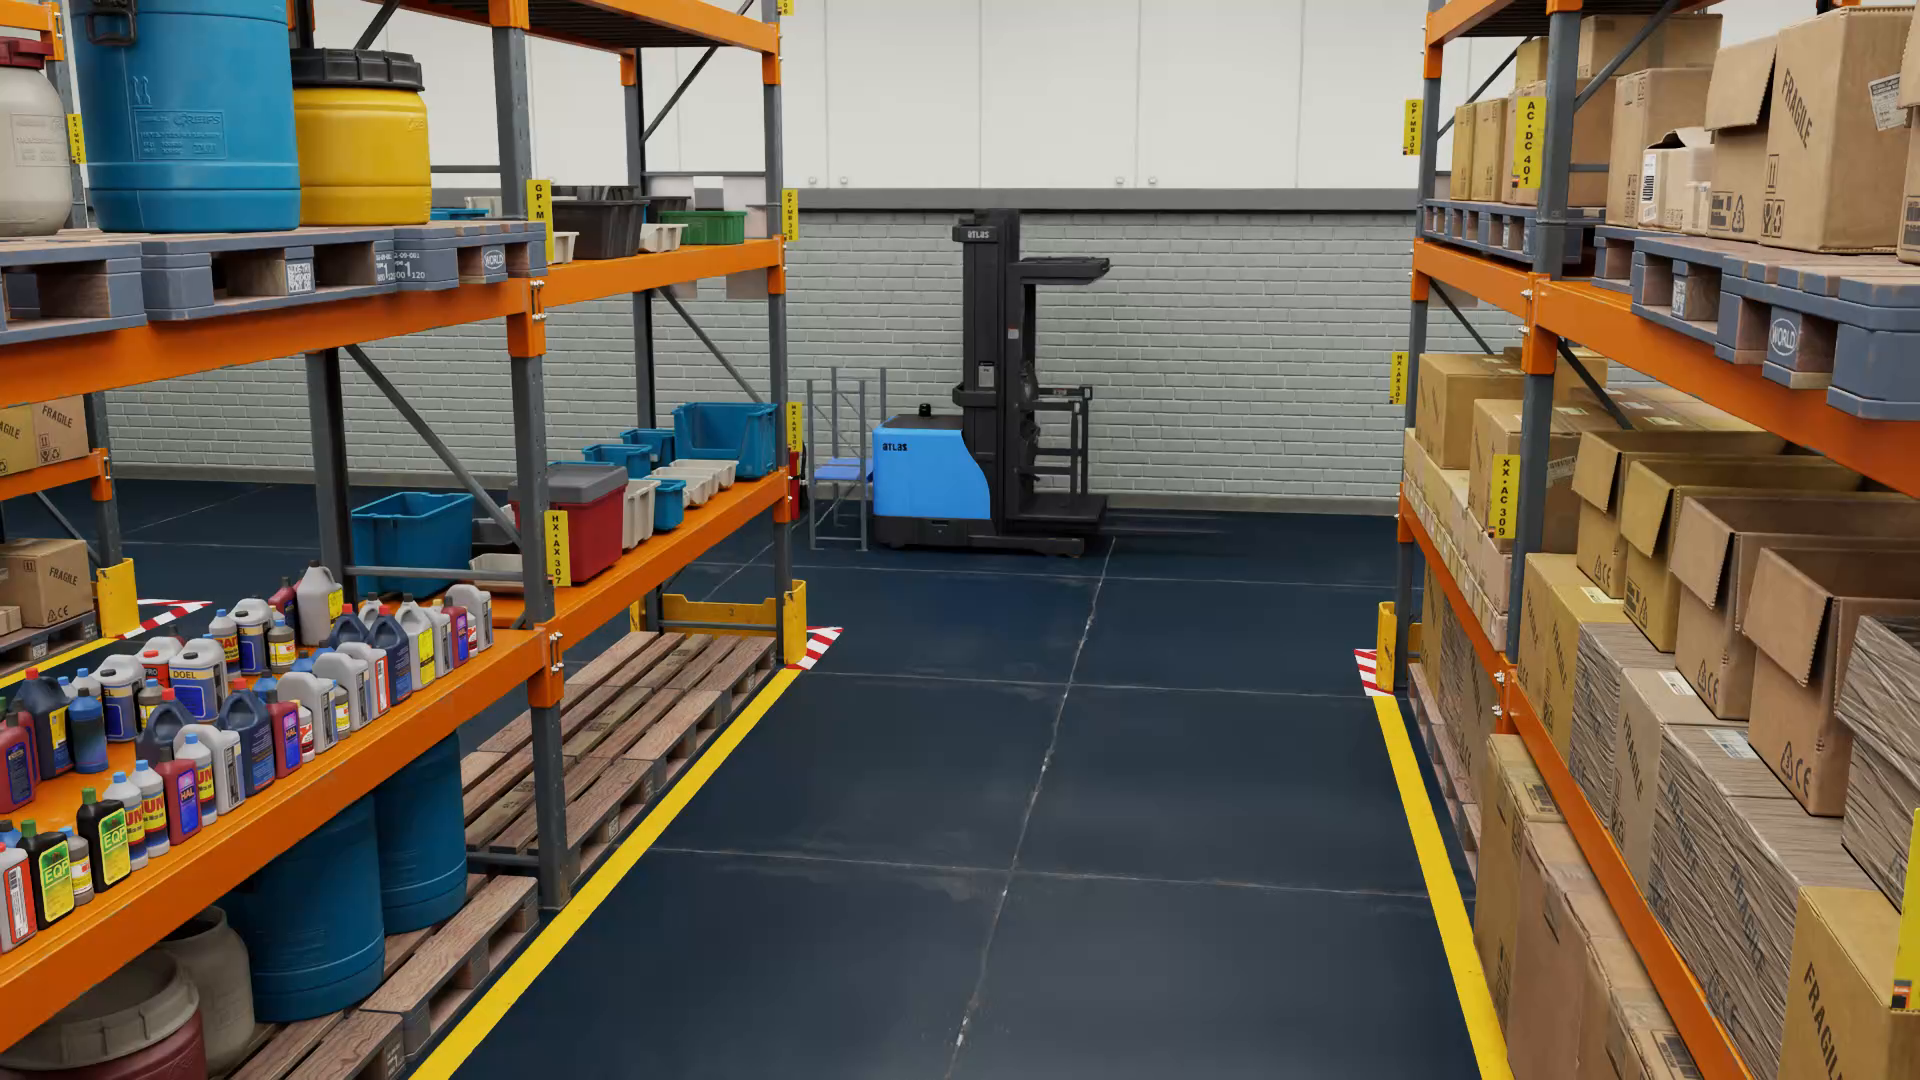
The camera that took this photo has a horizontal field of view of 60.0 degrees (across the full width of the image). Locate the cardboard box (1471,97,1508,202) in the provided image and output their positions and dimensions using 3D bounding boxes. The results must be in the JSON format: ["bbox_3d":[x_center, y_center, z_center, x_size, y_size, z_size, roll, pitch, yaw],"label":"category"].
[{"bbox_3d":[2.995,-1.957,8.361,0.700,0.500,0.500,1,12,5],"label":"cardboard box"}]

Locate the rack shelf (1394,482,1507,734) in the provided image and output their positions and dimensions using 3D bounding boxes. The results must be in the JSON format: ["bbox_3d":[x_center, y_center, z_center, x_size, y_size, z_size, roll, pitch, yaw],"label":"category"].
[{"bbox_3d":[2.952,0.248,8.429,1.077,0.370,4.000,2,12,9],"label":"rack shelf"}]

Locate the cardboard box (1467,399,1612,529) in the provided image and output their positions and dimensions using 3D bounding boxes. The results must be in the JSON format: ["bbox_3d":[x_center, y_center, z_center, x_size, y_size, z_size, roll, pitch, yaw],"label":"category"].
[{"bbox_3d":[2.532,-0.334,7.294,0.500,0.500,0.500,2,12,9],"label":"cardboard box"}]

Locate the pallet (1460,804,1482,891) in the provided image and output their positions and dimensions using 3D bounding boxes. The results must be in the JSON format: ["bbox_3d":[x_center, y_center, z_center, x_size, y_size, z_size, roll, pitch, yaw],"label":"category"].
[{"bbox_3d":[2.838,1.520,7.438,1.003,0.211,1.213,2,12,9],"label":"pallet"}]

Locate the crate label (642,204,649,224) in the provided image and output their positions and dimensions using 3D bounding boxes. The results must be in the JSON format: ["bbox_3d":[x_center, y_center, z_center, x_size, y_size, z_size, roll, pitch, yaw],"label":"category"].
[{"bbox_3d":[-2.096,-1.892,9.886,0.408,0.251,0.502,2,12,9],"label":"crate label"}]

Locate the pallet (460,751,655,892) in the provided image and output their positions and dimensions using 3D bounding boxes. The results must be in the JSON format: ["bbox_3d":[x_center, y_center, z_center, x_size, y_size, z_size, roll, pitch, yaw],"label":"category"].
[{"bbox_3d":[-2.175,1.361,8.176,1.003,0.211,1.213,2,12,9],"label":"pallet"}]

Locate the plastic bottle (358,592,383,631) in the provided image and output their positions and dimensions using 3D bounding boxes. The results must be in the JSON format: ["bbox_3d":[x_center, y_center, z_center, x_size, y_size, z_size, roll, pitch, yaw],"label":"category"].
[{"bbox_3d":[-2.211,0.374,6.255,0.144,0.351,0.185,2,12,9],"label":"plastic bottle"}]

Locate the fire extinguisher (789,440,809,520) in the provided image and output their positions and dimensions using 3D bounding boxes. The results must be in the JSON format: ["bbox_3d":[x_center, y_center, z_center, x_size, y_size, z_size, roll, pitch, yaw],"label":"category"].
[{"bbox_3d":[-1.163,-0.477,11.154,0.296,0.674,0.183,2,12,9],"label":"fire extinguisher"}]

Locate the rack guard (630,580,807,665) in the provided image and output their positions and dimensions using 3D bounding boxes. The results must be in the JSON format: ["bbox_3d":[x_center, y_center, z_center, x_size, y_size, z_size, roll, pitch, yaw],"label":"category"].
[{"bbox_3d":[-1.644,0.536,11.318,1.175,0.500,0.348,2,12,9],"label":"rack guard"}]

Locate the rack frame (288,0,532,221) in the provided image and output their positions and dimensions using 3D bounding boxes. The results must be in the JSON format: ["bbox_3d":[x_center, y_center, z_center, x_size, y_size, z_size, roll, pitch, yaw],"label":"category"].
[{"bbox_3d":[-2.250,-2.780,6.534,1.000,3.000,0.127,2,12,9],"label":"rack frame"}]

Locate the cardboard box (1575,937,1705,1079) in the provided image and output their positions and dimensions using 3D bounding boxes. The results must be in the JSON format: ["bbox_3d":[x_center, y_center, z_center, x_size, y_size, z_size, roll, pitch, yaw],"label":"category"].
[{"bbox_3d":[2.300,1.651,4.260,1.225,0.875,0.875,2,12,9],"label":"cardboard box"}]

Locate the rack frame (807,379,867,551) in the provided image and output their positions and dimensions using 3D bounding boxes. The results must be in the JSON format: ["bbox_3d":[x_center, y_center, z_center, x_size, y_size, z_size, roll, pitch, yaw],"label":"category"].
[{"bbox_3d":[-1.065,-0.644,14.423,0.500,1.500,0.032,2,12,7],"label":"rack frame"}]

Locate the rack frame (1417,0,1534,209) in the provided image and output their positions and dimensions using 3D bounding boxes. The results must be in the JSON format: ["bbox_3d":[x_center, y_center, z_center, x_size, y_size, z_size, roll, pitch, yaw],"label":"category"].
[{"bbox_3d":[3.259,-3.452,9.653,1.000,3.000,0.127,2,12,9],"label":"rack frame"}]

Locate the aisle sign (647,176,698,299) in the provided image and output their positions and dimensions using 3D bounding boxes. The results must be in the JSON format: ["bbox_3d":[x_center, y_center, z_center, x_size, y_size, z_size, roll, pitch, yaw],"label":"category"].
[{"bbox_3d":[-1.917,-1.976,10.870,0.394,0.787,0.004,2,12,9],"label":"aisle sign"}]

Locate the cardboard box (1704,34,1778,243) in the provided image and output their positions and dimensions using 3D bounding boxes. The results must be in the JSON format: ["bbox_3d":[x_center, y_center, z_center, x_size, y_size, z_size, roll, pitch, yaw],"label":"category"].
[{"bbox_3d":[2.322,-1.002,4.163,0.797,0.503,0.637,2,12,8],"label":"cardboard box"}]

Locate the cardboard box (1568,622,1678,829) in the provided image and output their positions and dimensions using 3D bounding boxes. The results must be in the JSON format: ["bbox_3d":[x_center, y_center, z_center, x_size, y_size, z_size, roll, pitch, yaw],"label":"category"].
[{"bbox_3d":[2.172,0.561,5.035,0.500,0.500,0.500,2,12,7],"label":"cardboard box"}]

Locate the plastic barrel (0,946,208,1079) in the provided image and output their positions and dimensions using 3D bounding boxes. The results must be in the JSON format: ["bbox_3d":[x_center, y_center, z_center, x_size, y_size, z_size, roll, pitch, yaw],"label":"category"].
[{"bbox_3d":[-2.633,1.621,5.078,0.600,0.588,0.708,2,12,9],"label":"plastic barrel"}]

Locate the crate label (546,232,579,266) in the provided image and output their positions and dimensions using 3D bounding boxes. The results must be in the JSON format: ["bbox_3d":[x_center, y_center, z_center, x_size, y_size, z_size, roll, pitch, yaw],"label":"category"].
[{"bbox_3d":[-1.889,-1.277,7.307,0.293,0.136,0.466,2,12,9],"label":"crate label"}]

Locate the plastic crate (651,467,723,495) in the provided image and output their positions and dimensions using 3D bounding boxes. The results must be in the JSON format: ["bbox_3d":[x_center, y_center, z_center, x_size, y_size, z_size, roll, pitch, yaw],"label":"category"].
[{"bbox_3d":[-1.640,-0.345,9.958,0.396,0.136,0.243,2,12,9],"label":"plastic crate"}]

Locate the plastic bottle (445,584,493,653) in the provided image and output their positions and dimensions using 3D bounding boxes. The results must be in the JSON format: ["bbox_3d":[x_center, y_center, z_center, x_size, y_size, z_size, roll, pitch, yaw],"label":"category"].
[{"bbox_3d":[-1.991,0.306,6.749,0.152,0.276,0.135,2,12,9],"label":"plastic bottle"}]

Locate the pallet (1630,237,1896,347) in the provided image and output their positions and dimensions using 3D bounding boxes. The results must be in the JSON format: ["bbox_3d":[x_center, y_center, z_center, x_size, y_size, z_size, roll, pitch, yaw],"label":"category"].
[{"bbox_3d":[2.244,-0.597,3.972,1.003,0.211,1.213,2,12,11],"label":"pallet"}]

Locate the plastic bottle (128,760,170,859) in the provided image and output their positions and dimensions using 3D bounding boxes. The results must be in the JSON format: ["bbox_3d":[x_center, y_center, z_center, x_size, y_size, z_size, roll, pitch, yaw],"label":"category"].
[{"bbox_3d":[-2.292,0.753,4.685,0.097,0.271,0.097,0,12,0],"label":"plastic bottle"}]

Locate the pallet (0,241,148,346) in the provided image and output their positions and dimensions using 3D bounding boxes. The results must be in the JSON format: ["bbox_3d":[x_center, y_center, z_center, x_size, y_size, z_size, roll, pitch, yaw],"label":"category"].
[{"bbox_3d":[-2.651,-0.545,3.730,1.003,0.211,1.213,2,12,9],"label":"pallet"}]

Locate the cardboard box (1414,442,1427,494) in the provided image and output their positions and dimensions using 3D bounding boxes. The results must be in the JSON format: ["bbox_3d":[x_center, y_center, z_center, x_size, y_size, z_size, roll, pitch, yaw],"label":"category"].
[{"bbox_3d":[2.845,-0.392,9.343,0.500,0.250,0.500,2,12,8],"label":"cardboard box"}]

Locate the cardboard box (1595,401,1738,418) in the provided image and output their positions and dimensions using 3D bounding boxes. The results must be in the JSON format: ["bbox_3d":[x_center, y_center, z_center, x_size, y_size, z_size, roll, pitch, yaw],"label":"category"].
[{"bbox_3d":[3.054,-0.319,7.225,0.500,0.500,0.500,2,12,9],"label":"cardboard box"}]

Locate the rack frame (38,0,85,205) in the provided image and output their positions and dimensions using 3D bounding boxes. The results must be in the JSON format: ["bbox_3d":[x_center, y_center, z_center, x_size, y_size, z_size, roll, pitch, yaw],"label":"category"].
[{"bbox_3d":[-6.529,-3.774,11.146,1.000,3.000,0.127,2,12,9],"label":"rack frame"}]

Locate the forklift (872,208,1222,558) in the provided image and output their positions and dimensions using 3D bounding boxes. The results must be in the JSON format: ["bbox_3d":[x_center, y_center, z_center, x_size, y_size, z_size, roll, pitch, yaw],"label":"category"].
[{"bbox_3d":[0.790,-1.399,14.525,3.031,2.935,1.130,2,12,9],"label":"forklift"}]

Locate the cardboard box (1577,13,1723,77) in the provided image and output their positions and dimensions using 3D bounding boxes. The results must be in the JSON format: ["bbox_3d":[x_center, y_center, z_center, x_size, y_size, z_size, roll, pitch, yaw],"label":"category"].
[{"bbox_3d":[2.795,-2.019,6.868,0.500,0.250,0.500,1,12,5],"label":"cardboard box"}]

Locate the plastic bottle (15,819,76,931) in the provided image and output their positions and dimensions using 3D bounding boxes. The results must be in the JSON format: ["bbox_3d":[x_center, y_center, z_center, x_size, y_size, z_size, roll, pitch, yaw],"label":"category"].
[{"bbox_3d":[-2.342,0.840,4.253,0.061,0.283,0.133,2,12,9],"label":"plastic bottle"}]

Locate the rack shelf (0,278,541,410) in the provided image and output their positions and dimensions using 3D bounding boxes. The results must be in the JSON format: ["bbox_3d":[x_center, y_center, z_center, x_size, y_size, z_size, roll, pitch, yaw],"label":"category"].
[{"bbox_3d":[-2.558,-0.546,4.994,1.077,0.370,4.000,2,12,9],"label":"rack shelf"}]

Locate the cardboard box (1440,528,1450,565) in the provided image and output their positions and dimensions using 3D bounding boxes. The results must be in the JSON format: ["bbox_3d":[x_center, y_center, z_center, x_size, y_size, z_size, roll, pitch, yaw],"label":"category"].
[{"bbox_3d":[2.605,0.041,8.278,0.380,0.149,0.250,2,12,10],"label":"cardboard box"}]

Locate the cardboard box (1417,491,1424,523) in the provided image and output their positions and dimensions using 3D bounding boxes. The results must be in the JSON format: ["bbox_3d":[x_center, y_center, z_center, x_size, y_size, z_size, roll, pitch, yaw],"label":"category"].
[{"bbox_3d":[2.762,-0.173,9.270,0.380,0.149,0.250,2,12,8],"label":"cardboard box"}]

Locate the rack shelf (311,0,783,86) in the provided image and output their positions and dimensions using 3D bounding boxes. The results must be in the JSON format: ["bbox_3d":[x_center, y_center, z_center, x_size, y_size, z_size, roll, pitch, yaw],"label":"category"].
[{"bbox_3d":[-1.942,-2.649,8.583,1.077,0.370,4.000,2,12,9],"label":"rack shelf"}]

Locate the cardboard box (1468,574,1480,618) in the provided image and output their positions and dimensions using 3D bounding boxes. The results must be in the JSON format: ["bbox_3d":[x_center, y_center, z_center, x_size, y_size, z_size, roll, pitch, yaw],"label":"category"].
[{"bbox_3d":[2.446,0.255,7.288,0.380,0.149,0.250,2,12,8],"label":"cardboard box"}]

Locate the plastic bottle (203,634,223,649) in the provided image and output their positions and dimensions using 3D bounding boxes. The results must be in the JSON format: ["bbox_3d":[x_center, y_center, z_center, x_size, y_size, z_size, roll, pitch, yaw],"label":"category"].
[{"bbox_3d":[-2.814,0.453,6.241,0.097,0.201,0.097,0,12,0],"label":"plastic bottle"}]

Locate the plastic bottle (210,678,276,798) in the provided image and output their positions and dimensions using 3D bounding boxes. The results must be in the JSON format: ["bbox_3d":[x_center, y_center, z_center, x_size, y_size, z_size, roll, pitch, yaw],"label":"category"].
[{"bbox_3d":[-2.238,0.608,5.170,0.144,0.351,0.185,2,12,9],"label":"plastic bottle"}]

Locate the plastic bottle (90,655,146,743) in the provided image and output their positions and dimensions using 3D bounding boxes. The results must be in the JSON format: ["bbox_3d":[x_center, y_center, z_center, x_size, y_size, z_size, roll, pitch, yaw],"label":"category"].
[{"bbox_3d":[-2.876,0.538,5.670,0.152,0.276,0.135,2,12,9],"label":"plastic bottle"}]

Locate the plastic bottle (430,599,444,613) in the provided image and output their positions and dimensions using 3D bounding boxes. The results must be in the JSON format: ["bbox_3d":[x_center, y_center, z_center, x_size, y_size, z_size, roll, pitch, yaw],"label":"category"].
[{"bbox_3d":[-2.117,0.342,6.758,0.097,0.201,0.097,0,12,0],"label":"plastic bottle"}]

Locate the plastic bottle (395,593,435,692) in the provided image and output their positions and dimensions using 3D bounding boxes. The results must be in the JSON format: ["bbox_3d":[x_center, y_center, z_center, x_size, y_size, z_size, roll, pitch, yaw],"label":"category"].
[{"bbox_3d":[-2.068,0.379,6.234,0.144,0.351,0.185,2,12,9],"label":"plastic bottle"}]

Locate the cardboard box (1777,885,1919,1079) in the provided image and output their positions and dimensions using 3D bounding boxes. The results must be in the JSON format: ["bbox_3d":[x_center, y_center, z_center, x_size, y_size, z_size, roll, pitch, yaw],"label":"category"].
[{"bbox_3d":[1.860,0.986,3.061,0.500,0.500,0.500,2,12,10],"label":"cardboard box"}]

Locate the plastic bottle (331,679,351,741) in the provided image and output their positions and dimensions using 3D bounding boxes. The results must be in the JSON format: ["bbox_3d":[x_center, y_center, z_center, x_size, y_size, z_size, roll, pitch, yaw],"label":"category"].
[{"bbox_3d":[-2.137,0.576,5.671,0.097,0.201,0.097,0,12,0],"label":"plastic bottle"}]

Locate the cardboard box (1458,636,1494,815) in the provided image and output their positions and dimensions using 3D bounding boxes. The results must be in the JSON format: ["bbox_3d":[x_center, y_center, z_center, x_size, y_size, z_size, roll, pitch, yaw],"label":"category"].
[{"bbox_3d":[2.963,0.824,8.095,0.875,0.875,0.875,2,12,9],"label":"cardboard box"}]

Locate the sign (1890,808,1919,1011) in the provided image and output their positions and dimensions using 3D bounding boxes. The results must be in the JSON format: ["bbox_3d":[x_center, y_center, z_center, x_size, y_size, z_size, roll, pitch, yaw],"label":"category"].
[{"bbox_3d":[1.480,0.562,2.516,0.100,0.325,0.005,2,12,9],"label":"sign"}]

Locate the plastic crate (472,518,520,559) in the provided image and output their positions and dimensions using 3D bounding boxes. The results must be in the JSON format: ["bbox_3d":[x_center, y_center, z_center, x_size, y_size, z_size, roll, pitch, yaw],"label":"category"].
[{"bbox_3d":[-2.343,0.016,8.310,0.437,0.125,0.590,2,12,9],"label":"plastic crate"}]

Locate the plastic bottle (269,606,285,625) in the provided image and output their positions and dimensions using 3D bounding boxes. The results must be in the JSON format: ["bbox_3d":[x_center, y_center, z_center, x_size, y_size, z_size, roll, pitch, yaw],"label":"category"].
[{"bbox_3d":[-2.748,0.365,6.653,0.097,0.201,0.097,0,12,0],"label":"plastic bottle"}]

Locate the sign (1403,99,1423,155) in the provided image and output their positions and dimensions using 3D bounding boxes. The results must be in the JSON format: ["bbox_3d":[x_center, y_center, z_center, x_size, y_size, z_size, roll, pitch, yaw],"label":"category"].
[{"bbox_3d":[2.712,-2.471,9.957,0.100,0.325,0.005,2,12,9],"label":"sign"}]

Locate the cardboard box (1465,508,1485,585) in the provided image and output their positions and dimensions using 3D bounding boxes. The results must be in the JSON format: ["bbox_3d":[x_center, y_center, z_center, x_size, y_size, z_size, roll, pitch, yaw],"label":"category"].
[{"bbox_3d":[2.530,0.033,7.372,0.500,0.250,0.500,2,12,10],"label":"cardboard box"}]

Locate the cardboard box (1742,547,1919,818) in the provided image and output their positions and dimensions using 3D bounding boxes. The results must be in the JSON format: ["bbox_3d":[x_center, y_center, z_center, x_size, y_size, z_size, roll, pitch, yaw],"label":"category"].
[{"bbox_3d":[2.260,0.319,3.774,0.797,0.503,0.637,2,12,10],"label":"cardboard box"}]

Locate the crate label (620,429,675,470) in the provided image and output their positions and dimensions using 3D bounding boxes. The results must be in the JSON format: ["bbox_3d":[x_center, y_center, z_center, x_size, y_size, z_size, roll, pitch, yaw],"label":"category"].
[{"bbox_3d":[-1.998,-0.587,10.852,0.416,0.233,0.303,2,12,9],"label":"crate label"}]

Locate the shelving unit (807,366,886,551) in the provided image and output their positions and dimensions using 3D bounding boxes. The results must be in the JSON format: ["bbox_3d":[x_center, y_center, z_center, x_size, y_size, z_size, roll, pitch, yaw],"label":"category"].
[{"bbox_3d":[-0.999,-0.750,14.915,0.538,1.500,1.048,2,12,7],"label":"shelving unit"}]

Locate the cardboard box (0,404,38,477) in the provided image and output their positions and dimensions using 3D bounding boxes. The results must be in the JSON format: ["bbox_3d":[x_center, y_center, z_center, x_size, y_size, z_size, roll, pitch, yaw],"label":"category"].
[{"bbox_3d":[-6.405,-0.680,10.792,0.500,0.500,0.500,2,12,9],"label":"cardboard box"}]

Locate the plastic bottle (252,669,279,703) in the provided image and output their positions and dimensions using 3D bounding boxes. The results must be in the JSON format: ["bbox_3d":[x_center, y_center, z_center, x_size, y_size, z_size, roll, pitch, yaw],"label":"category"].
[{"bbox_3d":[-2.308,0.565,5.557,0.097,0.271,0.097,0,12,0],"label":"plastic bottle"}]

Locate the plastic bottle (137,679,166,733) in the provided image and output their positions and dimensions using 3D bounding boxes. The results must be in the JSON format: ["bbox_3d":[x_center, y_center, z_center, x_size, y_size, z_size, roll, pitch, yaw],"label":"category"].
[{"bbox_3d":[-2.750,0.575,5.678,0.097,0.201,0.097,0,12,0],"label":"plastic bottle"}]

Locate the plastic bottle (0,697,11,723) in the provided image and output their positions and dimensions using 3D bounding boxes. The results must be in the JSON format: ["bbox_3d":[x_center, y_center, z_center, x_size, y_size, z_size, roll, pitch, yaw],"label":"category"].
[{"bbox_3d":[-3.000,0.640,5.181,0.061,0.283,0.133,2,12,9],"label":"plastic bottle"}]

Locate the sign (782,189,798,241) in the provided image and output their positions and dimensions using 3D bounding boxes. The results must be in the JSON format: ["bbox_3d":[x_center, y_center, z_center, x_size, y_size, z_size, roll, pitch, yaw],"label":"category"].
[{"bbox_3d":[-1.089,-2.081,10.657,0.100,0.325,0.005,2,12,9],"label":"sign"}]
